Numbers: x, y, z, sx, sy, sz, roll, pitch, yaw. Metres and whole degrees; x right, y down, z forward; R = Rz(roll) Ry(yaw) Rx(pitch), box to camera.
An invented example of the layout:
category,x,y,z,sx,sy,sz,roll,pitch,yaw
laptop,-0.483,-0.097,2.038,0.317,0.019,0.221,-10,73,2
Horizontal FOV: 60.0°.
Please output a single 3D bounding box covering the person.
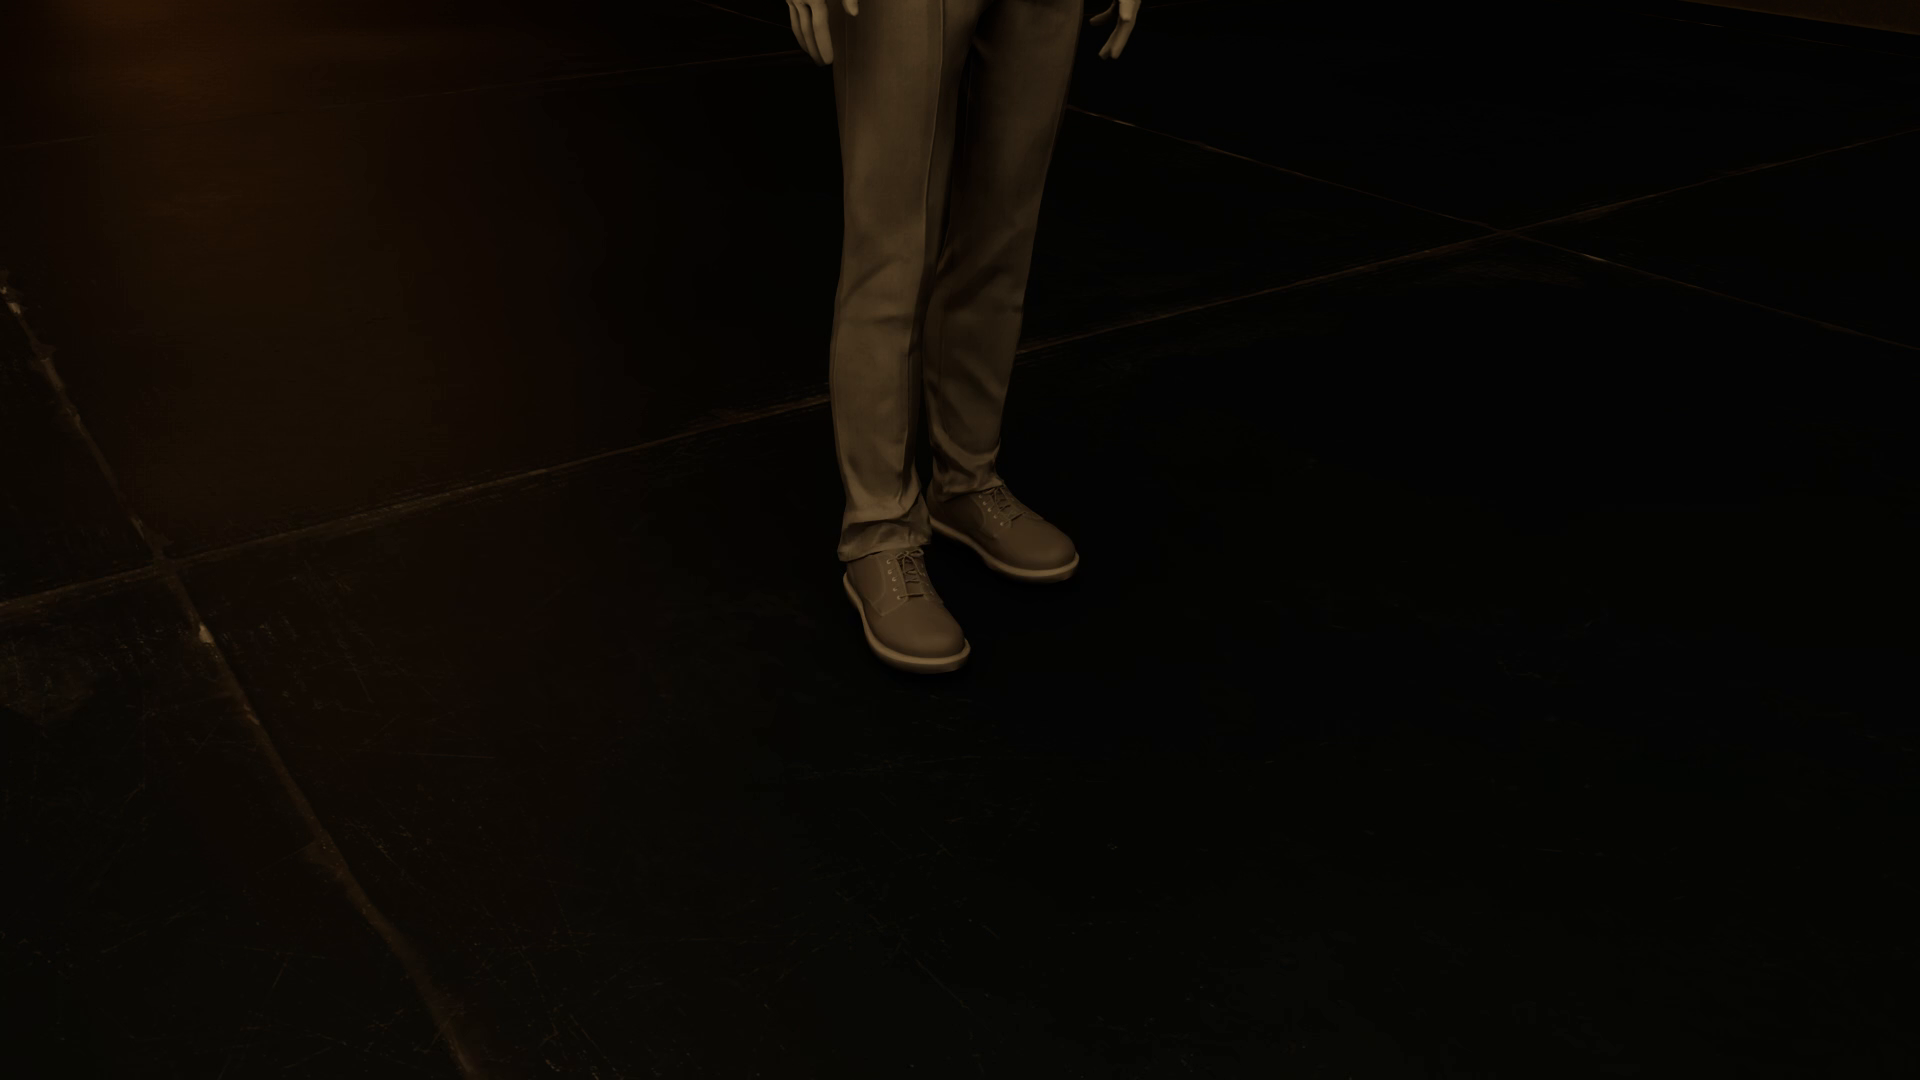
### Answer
category,x,y,z,sx,sy,sz,roll,pitch,yaw
person,0.033,-0.737,2.063,0.586,1.694,0.530,-17,31,-31
